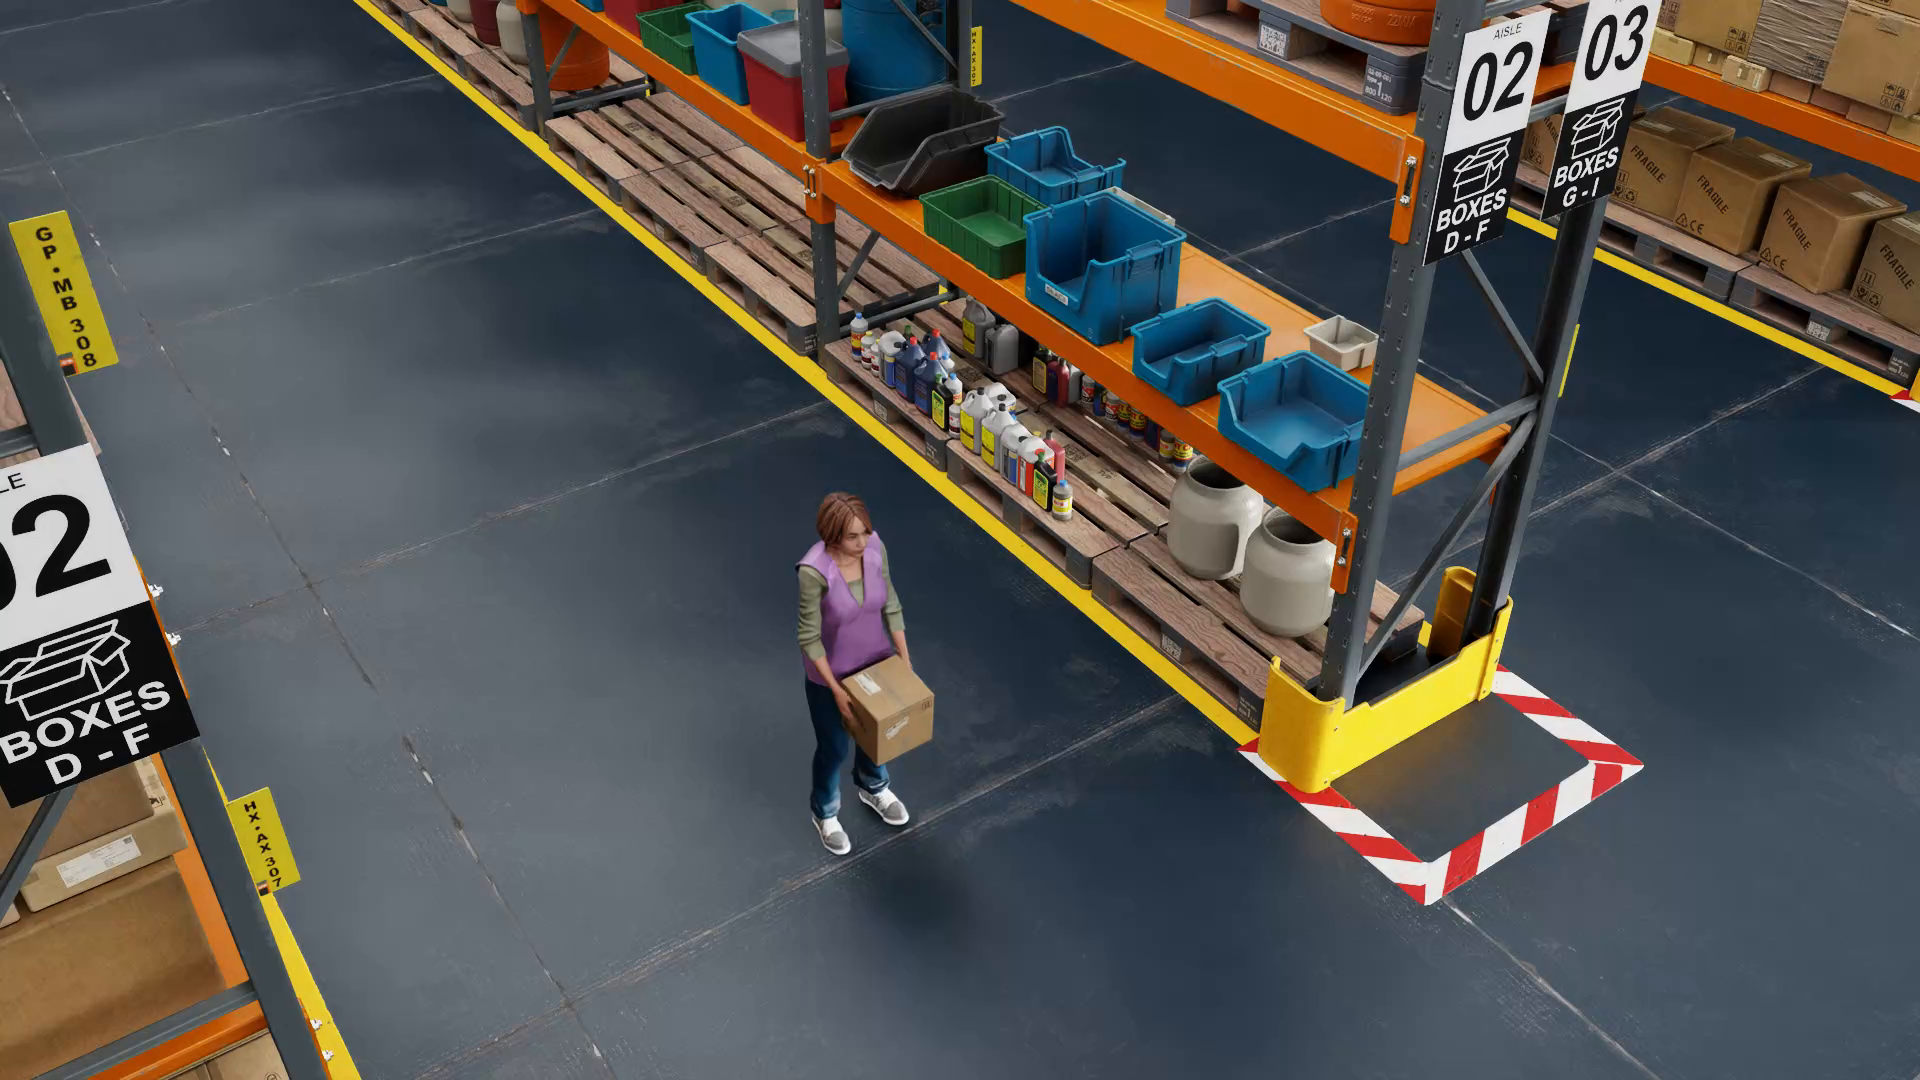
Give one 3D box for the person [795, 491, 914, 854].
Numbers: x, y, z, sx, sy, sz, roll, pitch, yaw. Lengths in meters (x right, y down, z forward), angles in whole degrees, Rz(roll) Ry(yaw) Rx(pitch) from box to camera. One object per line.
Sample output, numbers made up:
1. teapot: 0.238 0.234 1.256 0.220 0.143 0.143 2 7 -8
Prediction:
1. person: -0.399 0.501 6.331 0.444 1.603 0.397 -24 43 -28
